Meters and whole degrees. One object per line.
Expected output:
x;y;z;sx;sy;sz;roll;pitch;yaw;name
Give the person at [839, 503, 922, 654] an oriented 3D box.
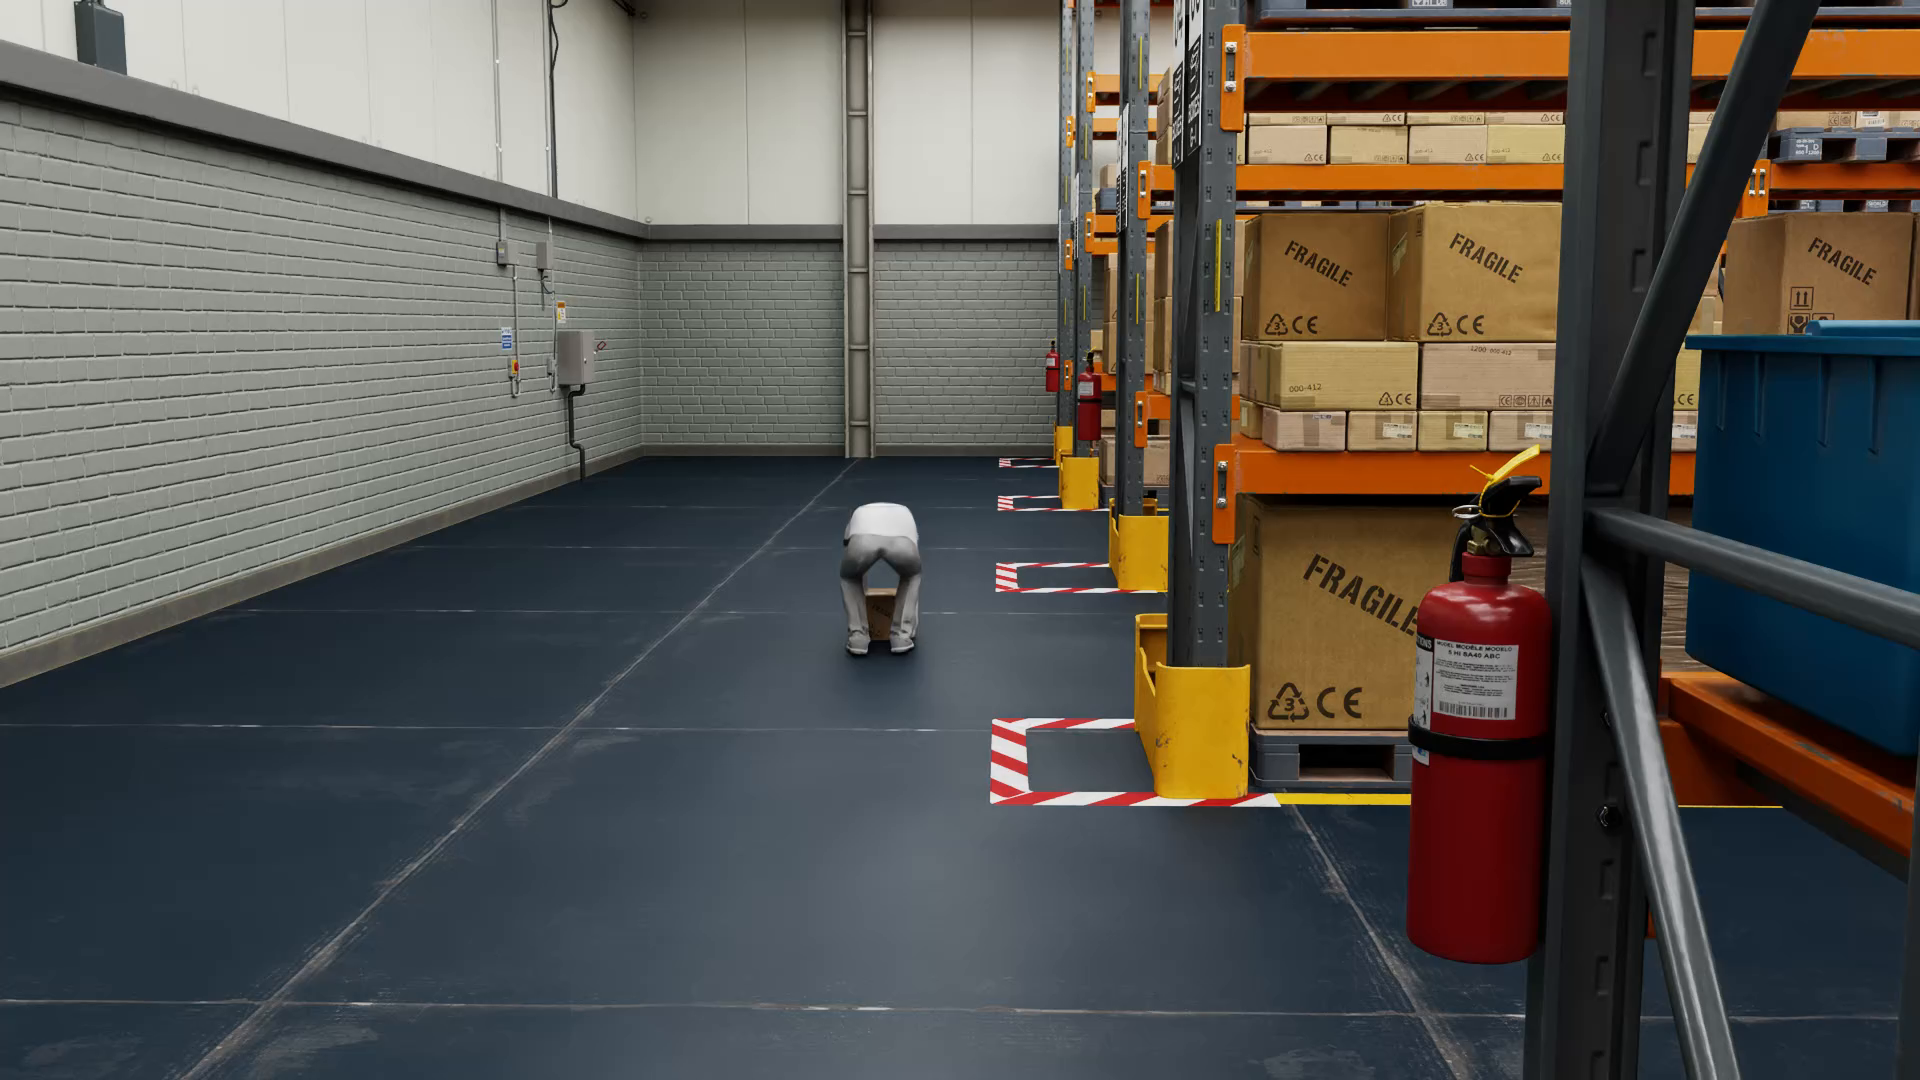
-0.436;0.195;9.128;0.461;0.832;0.893;0;7;-1;person
